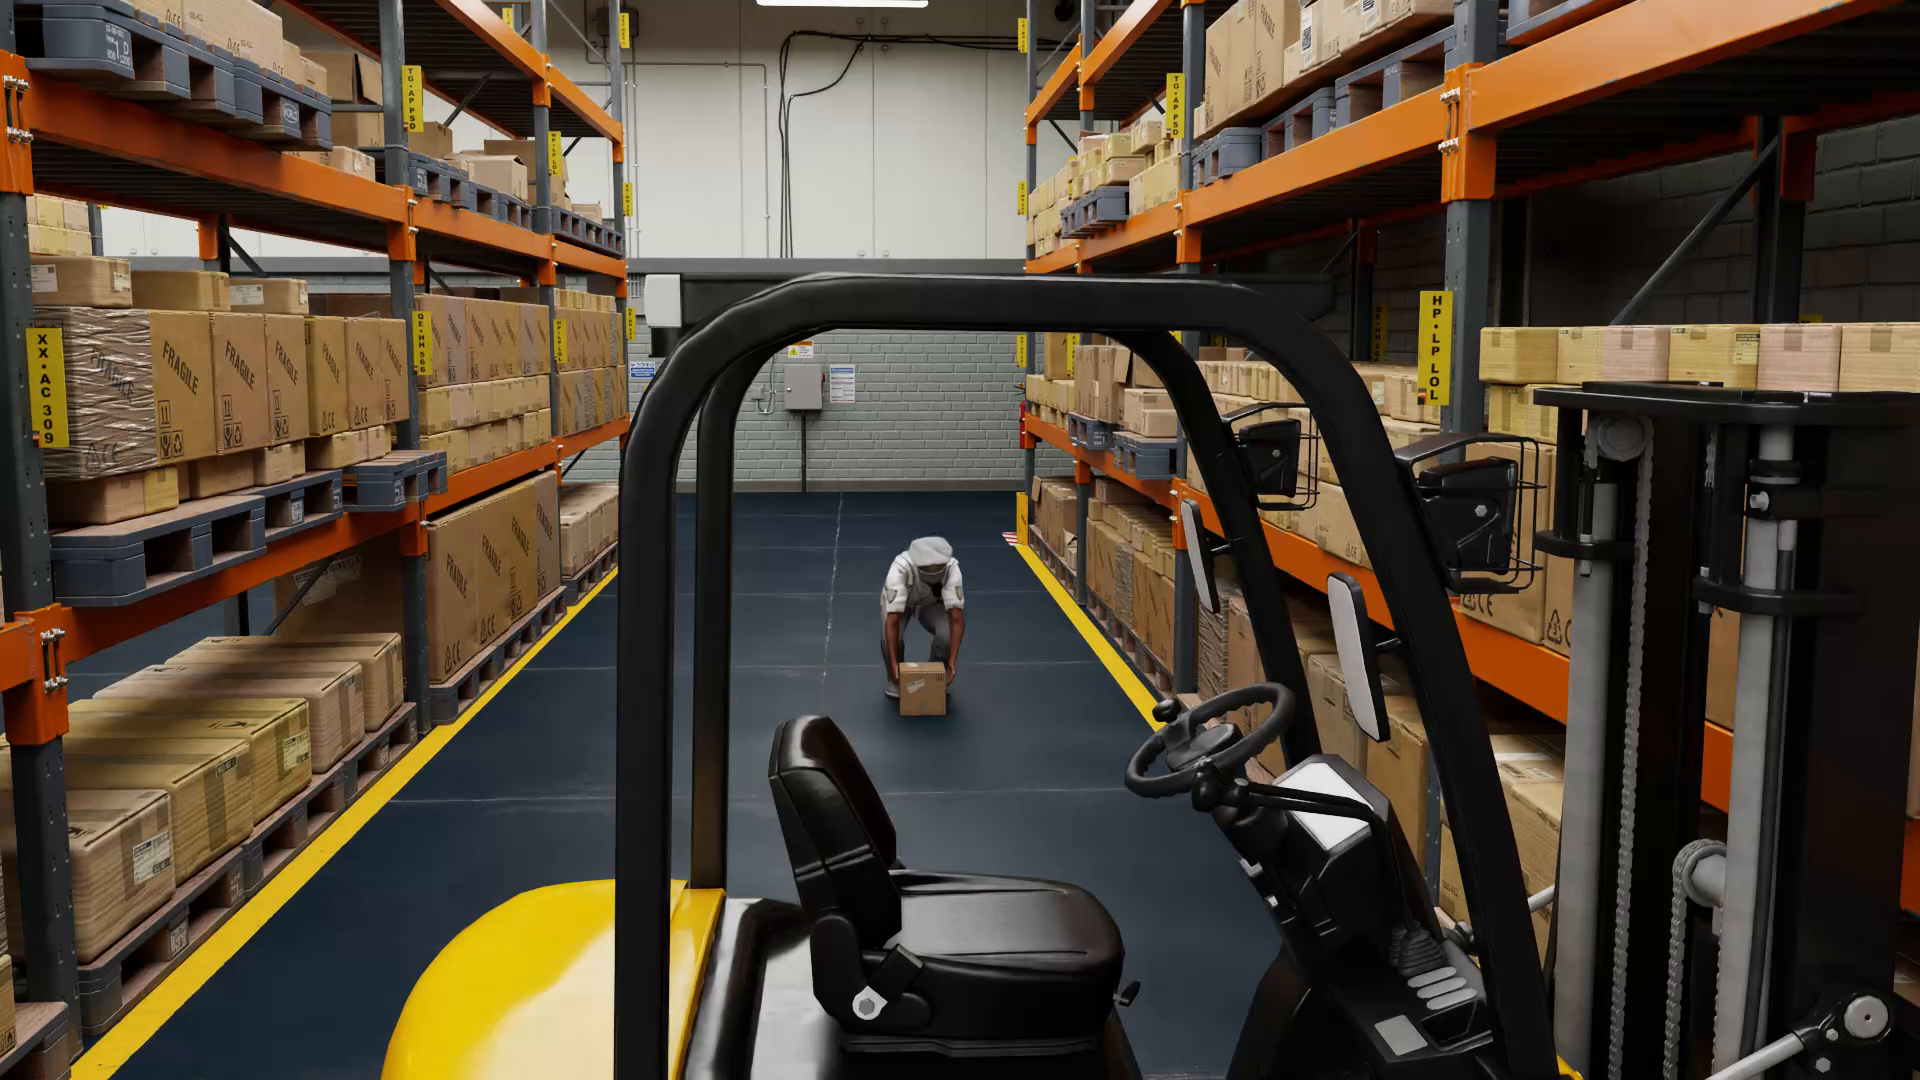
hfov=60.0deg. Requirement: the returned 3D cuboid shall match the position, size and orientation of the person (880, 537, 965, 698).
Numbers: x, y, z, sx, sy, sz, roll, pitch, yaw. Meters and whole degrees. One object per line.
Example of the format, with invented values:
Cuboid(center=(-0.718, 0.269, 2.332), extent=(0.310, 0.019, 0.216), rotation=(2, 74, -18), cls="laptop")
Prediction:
Cuboid(center=(-0.223, 0.434, 9.599), extent=(0.478, 0.967, 0.857), rotation=(0, 7, -4), cls="person")
